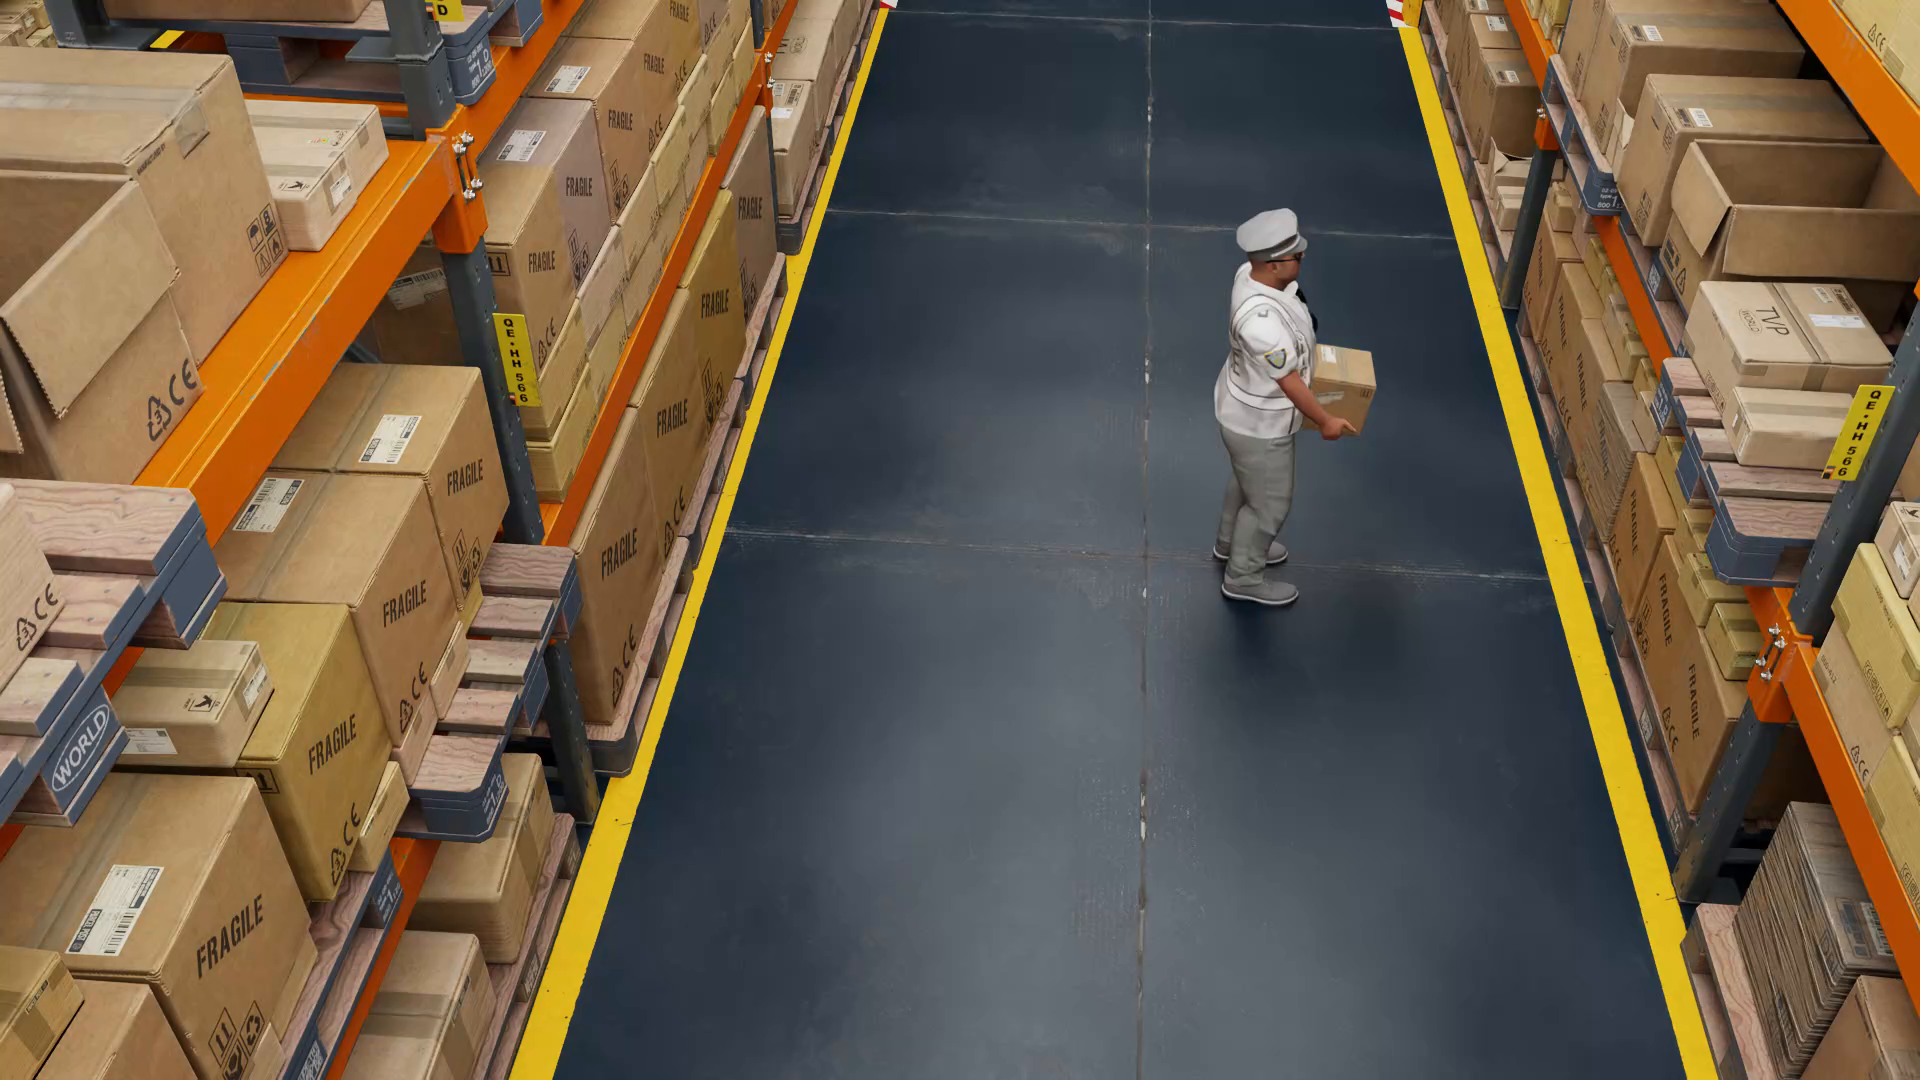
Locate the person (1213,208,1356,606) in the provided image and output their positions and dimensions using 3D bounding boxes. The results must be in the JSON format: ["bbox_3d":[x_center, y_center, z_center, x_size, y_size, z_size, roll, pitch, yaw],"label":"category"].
[{"bbox_3d":[1.313,-0.524,6.768,0.557,1.769,0.494,4,40,4],"label":"person"}]
